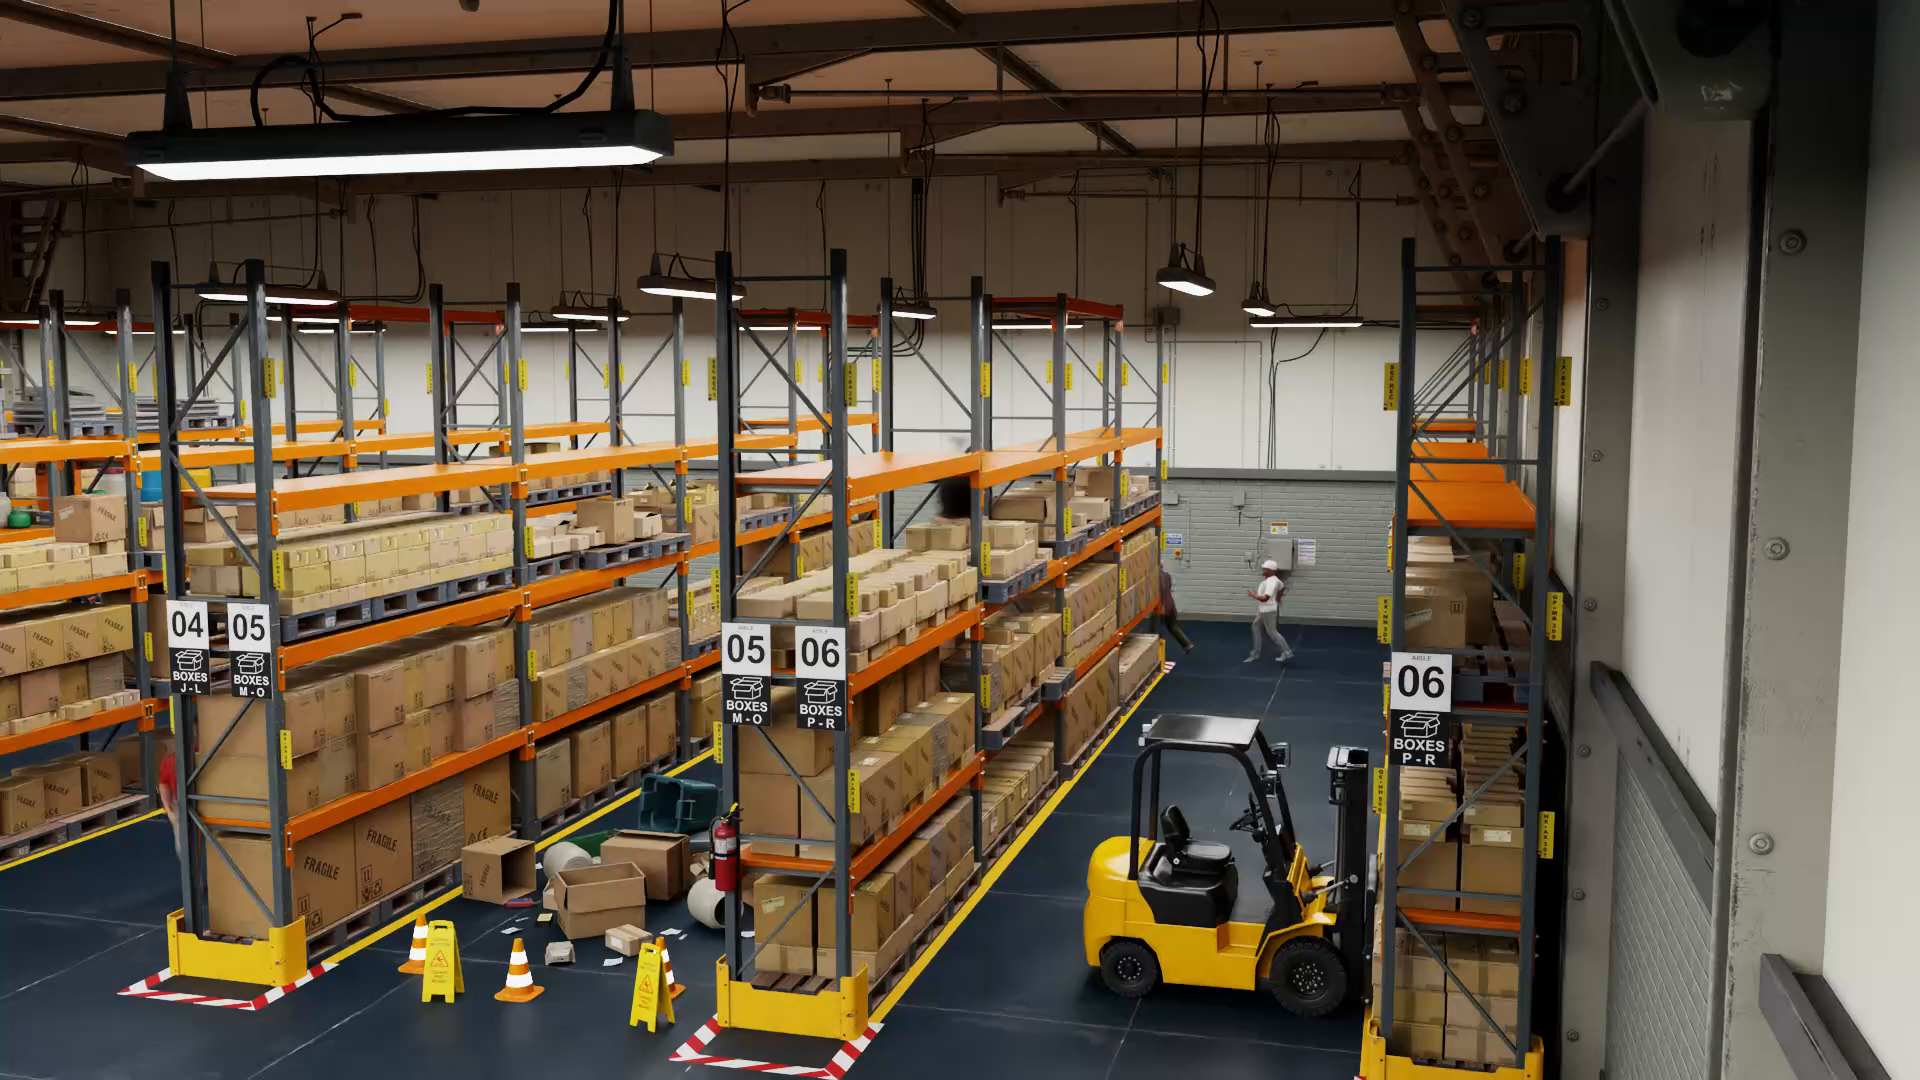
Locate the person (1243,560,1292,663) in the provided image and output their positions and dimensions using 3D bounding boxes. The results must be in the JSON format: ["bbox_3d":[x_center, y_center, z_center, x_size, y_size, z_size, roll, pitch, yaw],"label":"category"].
[{"bbox_3d":[5.307,1.251,28.600,0.841,1.816,0.687,1,6,10],"label":"person"}]

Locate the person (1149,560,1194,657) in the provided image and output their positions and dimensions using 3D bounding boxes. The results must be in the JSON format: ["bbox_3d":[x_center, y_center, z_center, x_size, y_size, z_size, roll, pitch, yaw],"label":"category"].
[{"bbox_3d":[3.619,1.212,29.155,0.978,1.771,0.701,5,8,38],"label":"person"}]

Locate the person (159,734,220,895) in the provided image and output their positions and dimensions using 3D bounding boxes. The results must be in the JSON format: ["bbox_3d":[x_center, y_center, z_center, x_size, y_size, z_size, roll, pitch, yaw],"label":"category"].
[{"bbox_3d":[-7.454,2.634,16.271,0.661,1.665,0.588,-4,7,-30],"label":"person"}]
